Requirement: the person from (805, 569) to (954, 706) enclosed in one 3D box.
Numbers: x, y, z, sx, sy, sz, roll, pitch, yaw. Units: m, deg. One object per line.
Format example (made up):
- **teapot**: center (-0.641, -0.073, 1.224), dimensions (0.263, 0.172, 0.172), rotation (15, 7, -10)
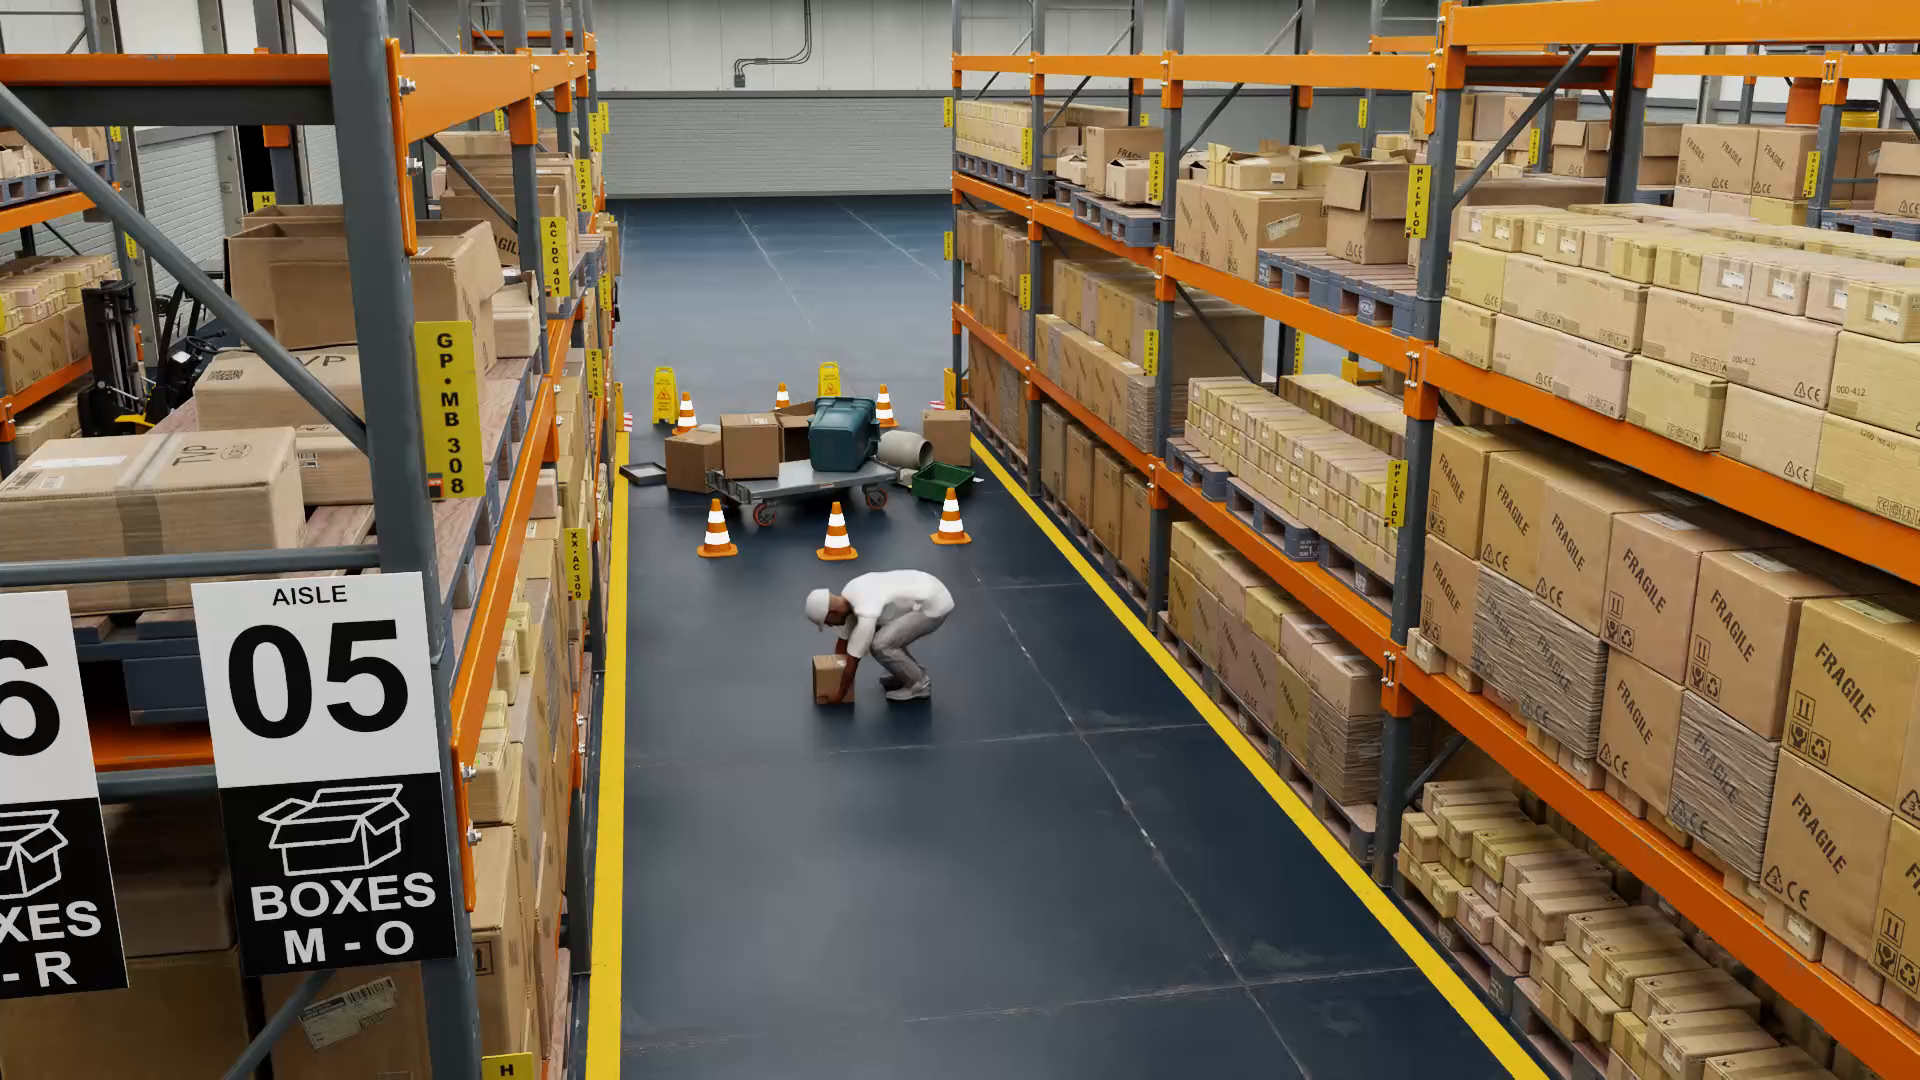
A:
- **person**: center (-0.532, 0.639, 11.004), dimensions (0.980, 0.850, 0.518), rotation (-4, 17, -12)
